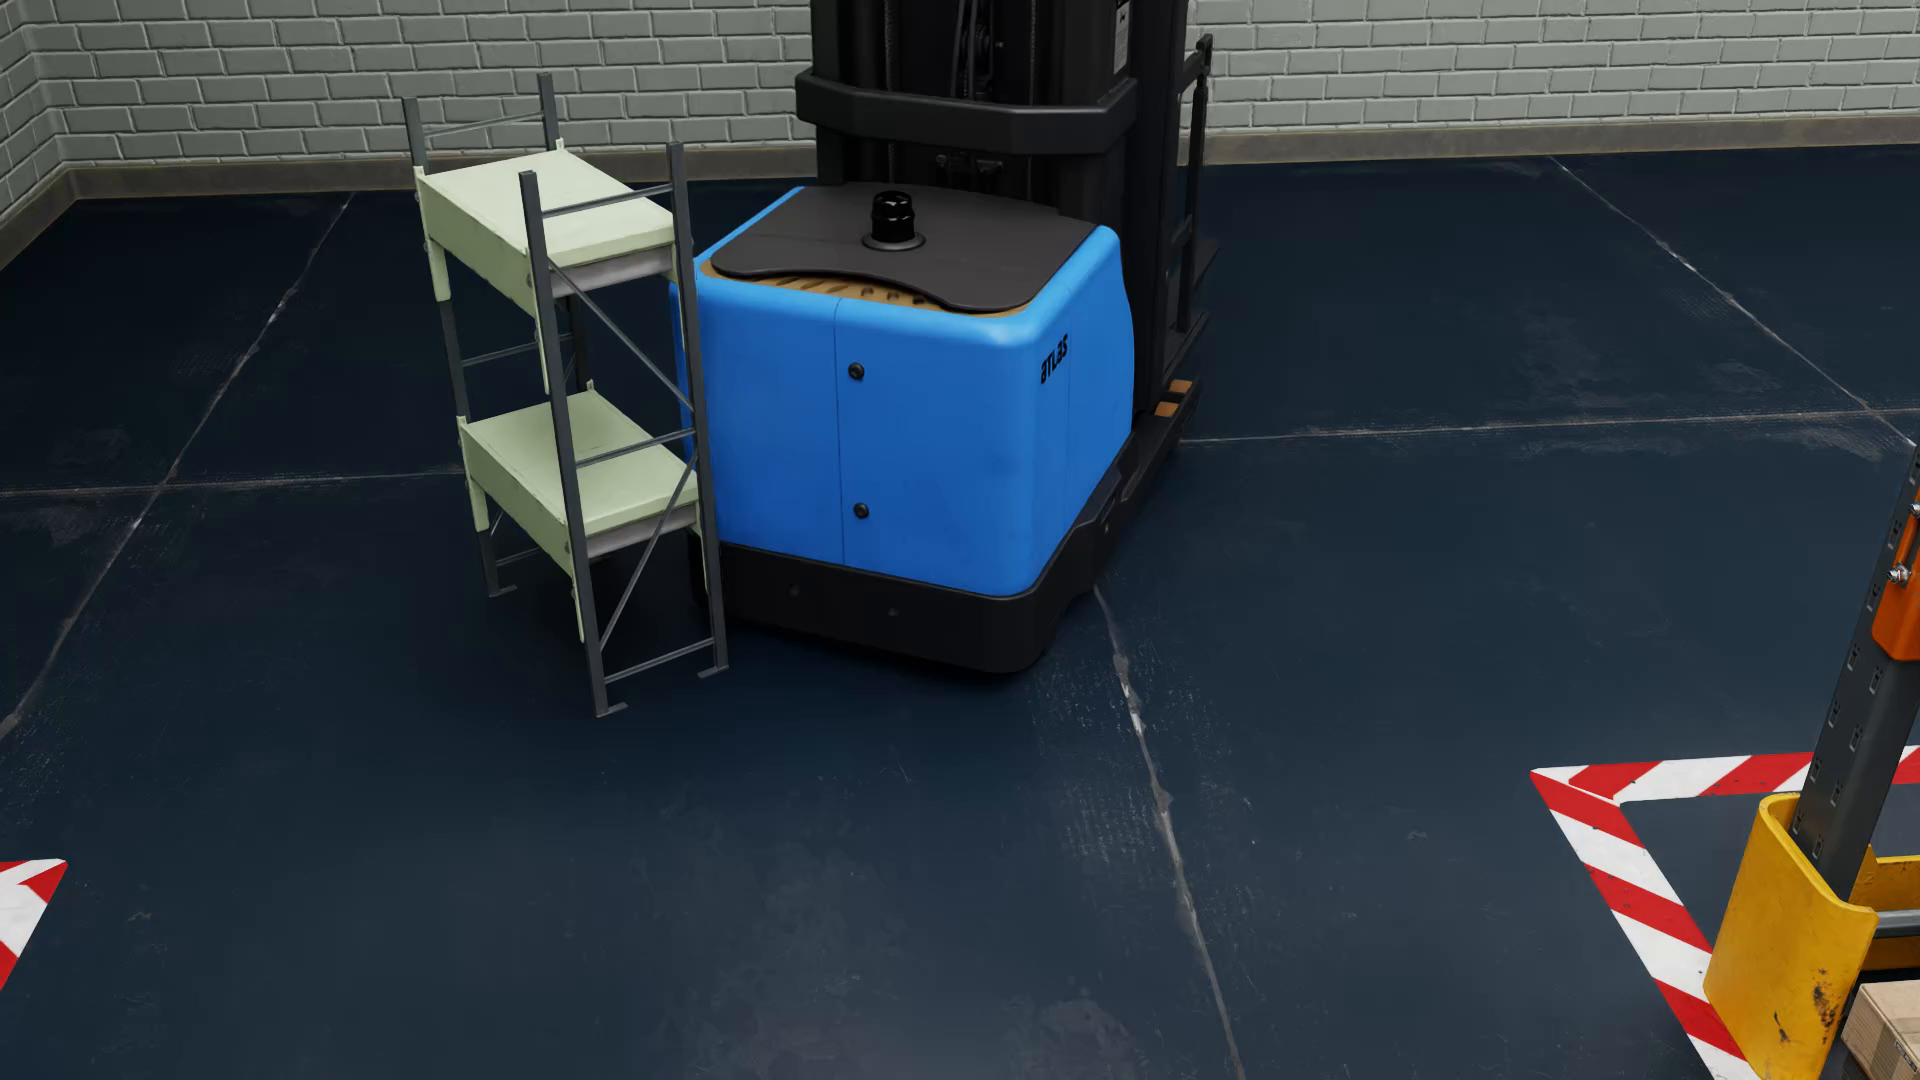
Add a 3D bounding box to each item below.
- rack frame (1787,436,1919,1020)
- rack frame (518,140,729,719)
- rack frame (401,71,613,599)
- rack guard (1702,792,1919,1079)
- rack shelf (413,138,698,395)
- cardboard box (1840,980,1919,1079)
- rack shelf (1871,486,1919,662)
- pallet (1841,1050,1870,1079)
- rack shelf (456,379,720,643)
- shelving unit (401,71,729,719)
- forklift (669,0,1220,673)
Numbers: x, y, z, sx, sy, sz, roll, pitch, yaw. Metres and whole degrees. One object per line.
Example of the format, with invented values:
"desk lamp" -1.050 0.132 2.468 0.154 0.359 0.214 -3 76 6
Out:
"rack frame" 2.199 -0.314 2.850 1.000 3.000 0.127 -3 31 -5
"rack frame" -0.814 -0.228 4.170 0.400 1.500 0.023 -21 36 -30
"rack frame" -1.245 -0.532 4.678 0.400 1.500 0.023 -21 36 -30
"rack guard" 2.206 0.798 3.426 1.175 0.500 0.348 -3 31 -5
"rack shelf" -1.029 -0.715 4.224 0.431 0.370 0.720 -21 36 -30
"cardboard box" 1.896 0.951 3.083 0.380 0.149 0.250 -3 31 -5
"rack shelf" 2.386 1.016 1.325 1.077 0.370 4.000 -3 31 -5
"pallet" 2.282 1.329 2.819 1.003 0.211 1.213 -3 31 -5
"rack shelf" -1.029 -0.100 4.591 0.431 0.370 0.720 -21 36 -30
"shelving unit" -1.029 -0.380 4.424 0.431 1.500 0.755 -21 36 -30
"forklift" 0.219 -1.640 5.137 1.130 2.935 3.031 11 33 18
